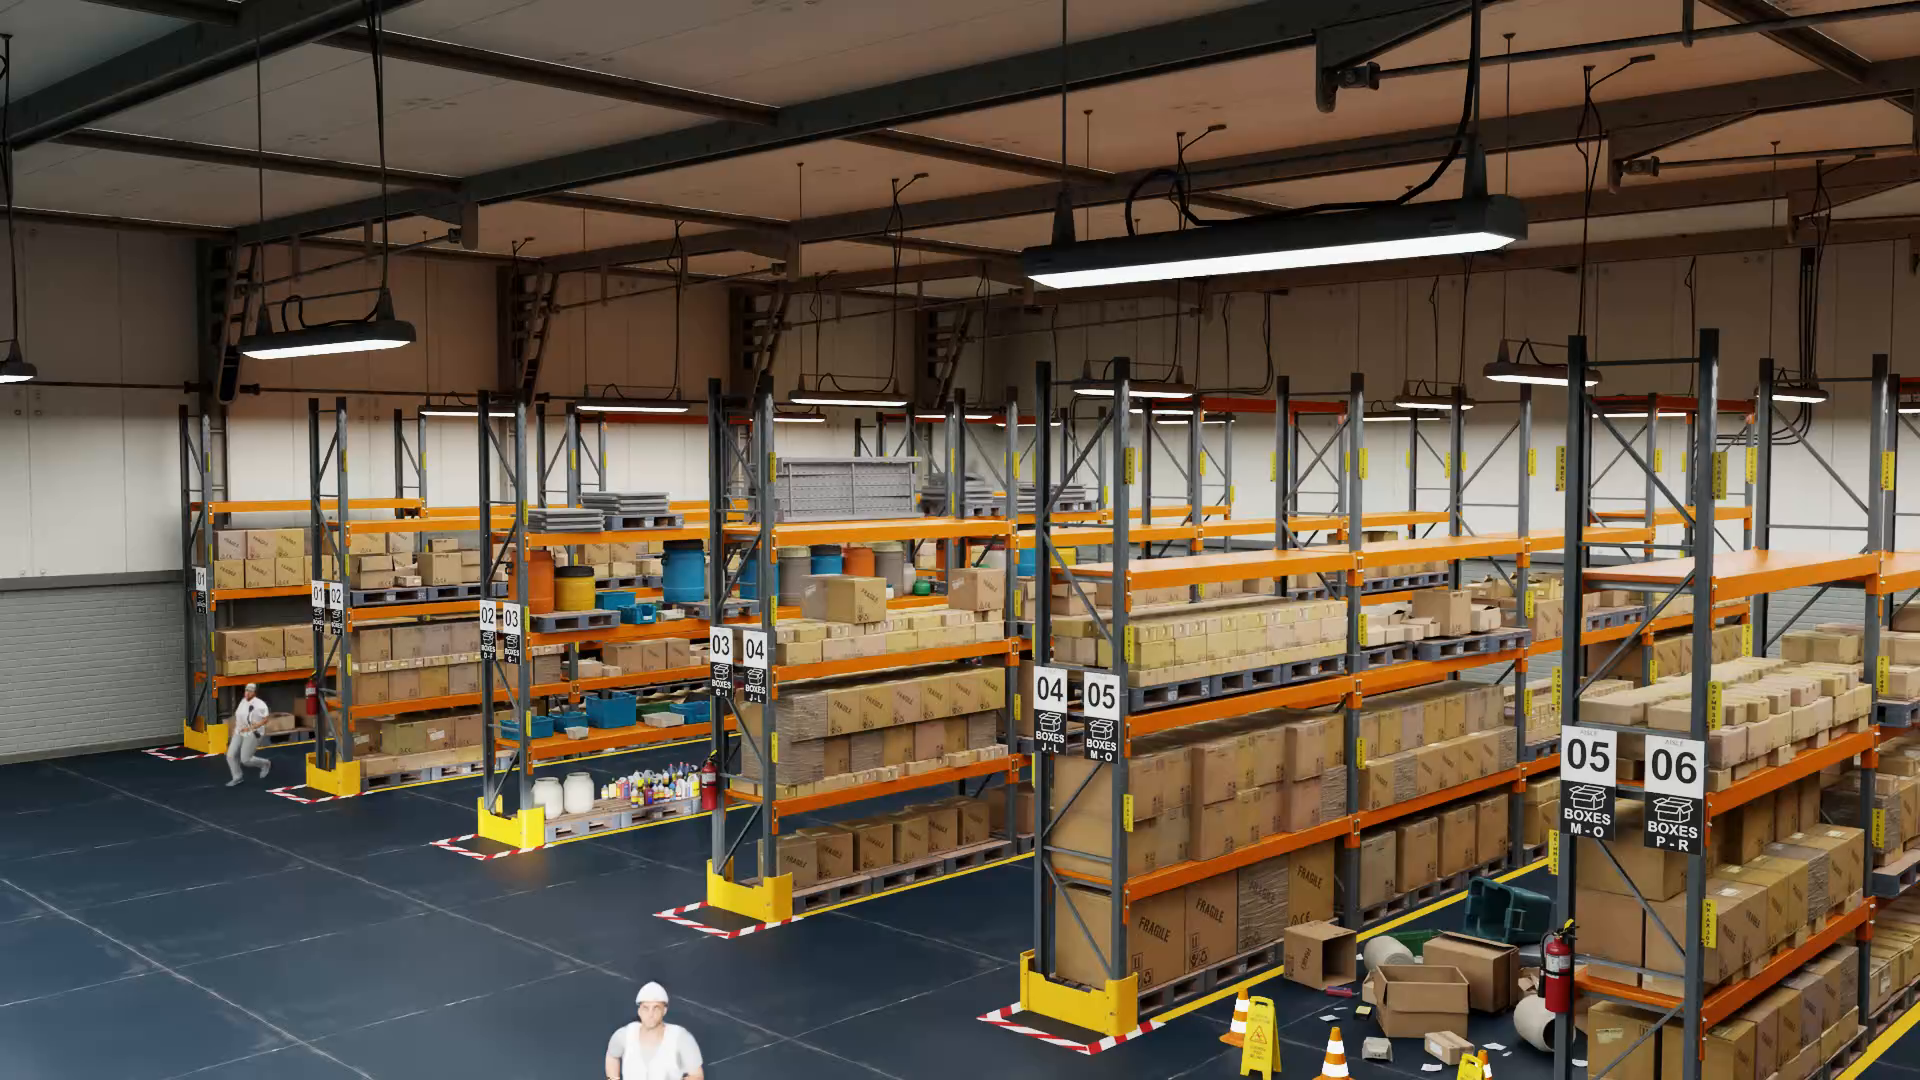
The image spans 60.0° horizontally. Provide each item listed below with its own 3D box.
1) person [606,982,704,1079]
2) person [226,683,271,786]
[{"bbox_3d":[-1.942,3.703,10.537,0.640,1.824,0.814,0,3,-4],"label":"person"},{"bbox_3d":[-11.044,3.020,25.919,0.622,1.600,0.600,2,3,27],"label":"person"}]
